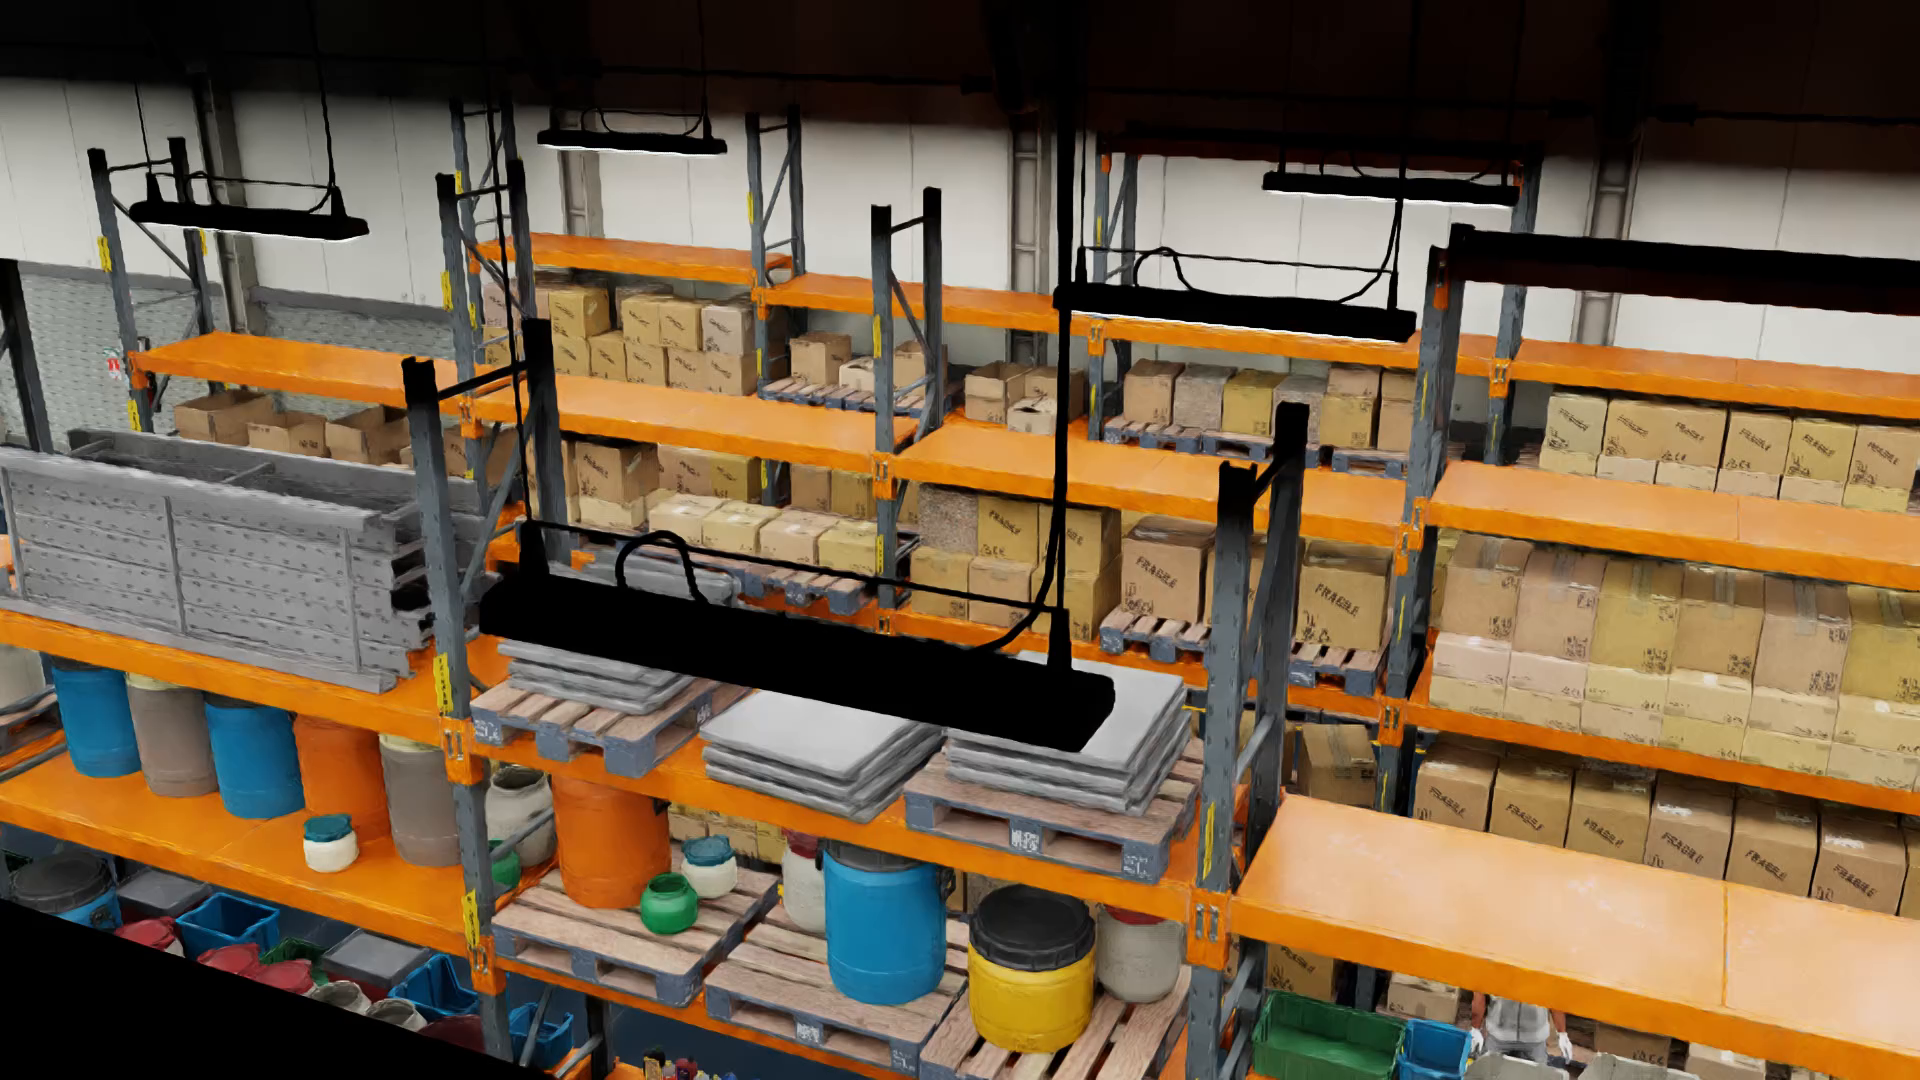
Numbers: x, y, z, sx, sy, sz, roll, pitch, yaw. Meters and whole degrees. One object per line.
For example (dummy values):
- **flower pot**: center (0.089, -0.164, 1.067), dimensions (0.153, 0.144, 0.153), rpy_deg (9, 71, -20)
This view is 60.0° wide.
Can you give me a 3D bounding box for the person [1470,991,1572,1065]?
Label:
- **person**: center (3.765, 3.340, 11.173), dimensions (0.671, 1.792, 0.381), rpy_deg (5, 21, 14)
